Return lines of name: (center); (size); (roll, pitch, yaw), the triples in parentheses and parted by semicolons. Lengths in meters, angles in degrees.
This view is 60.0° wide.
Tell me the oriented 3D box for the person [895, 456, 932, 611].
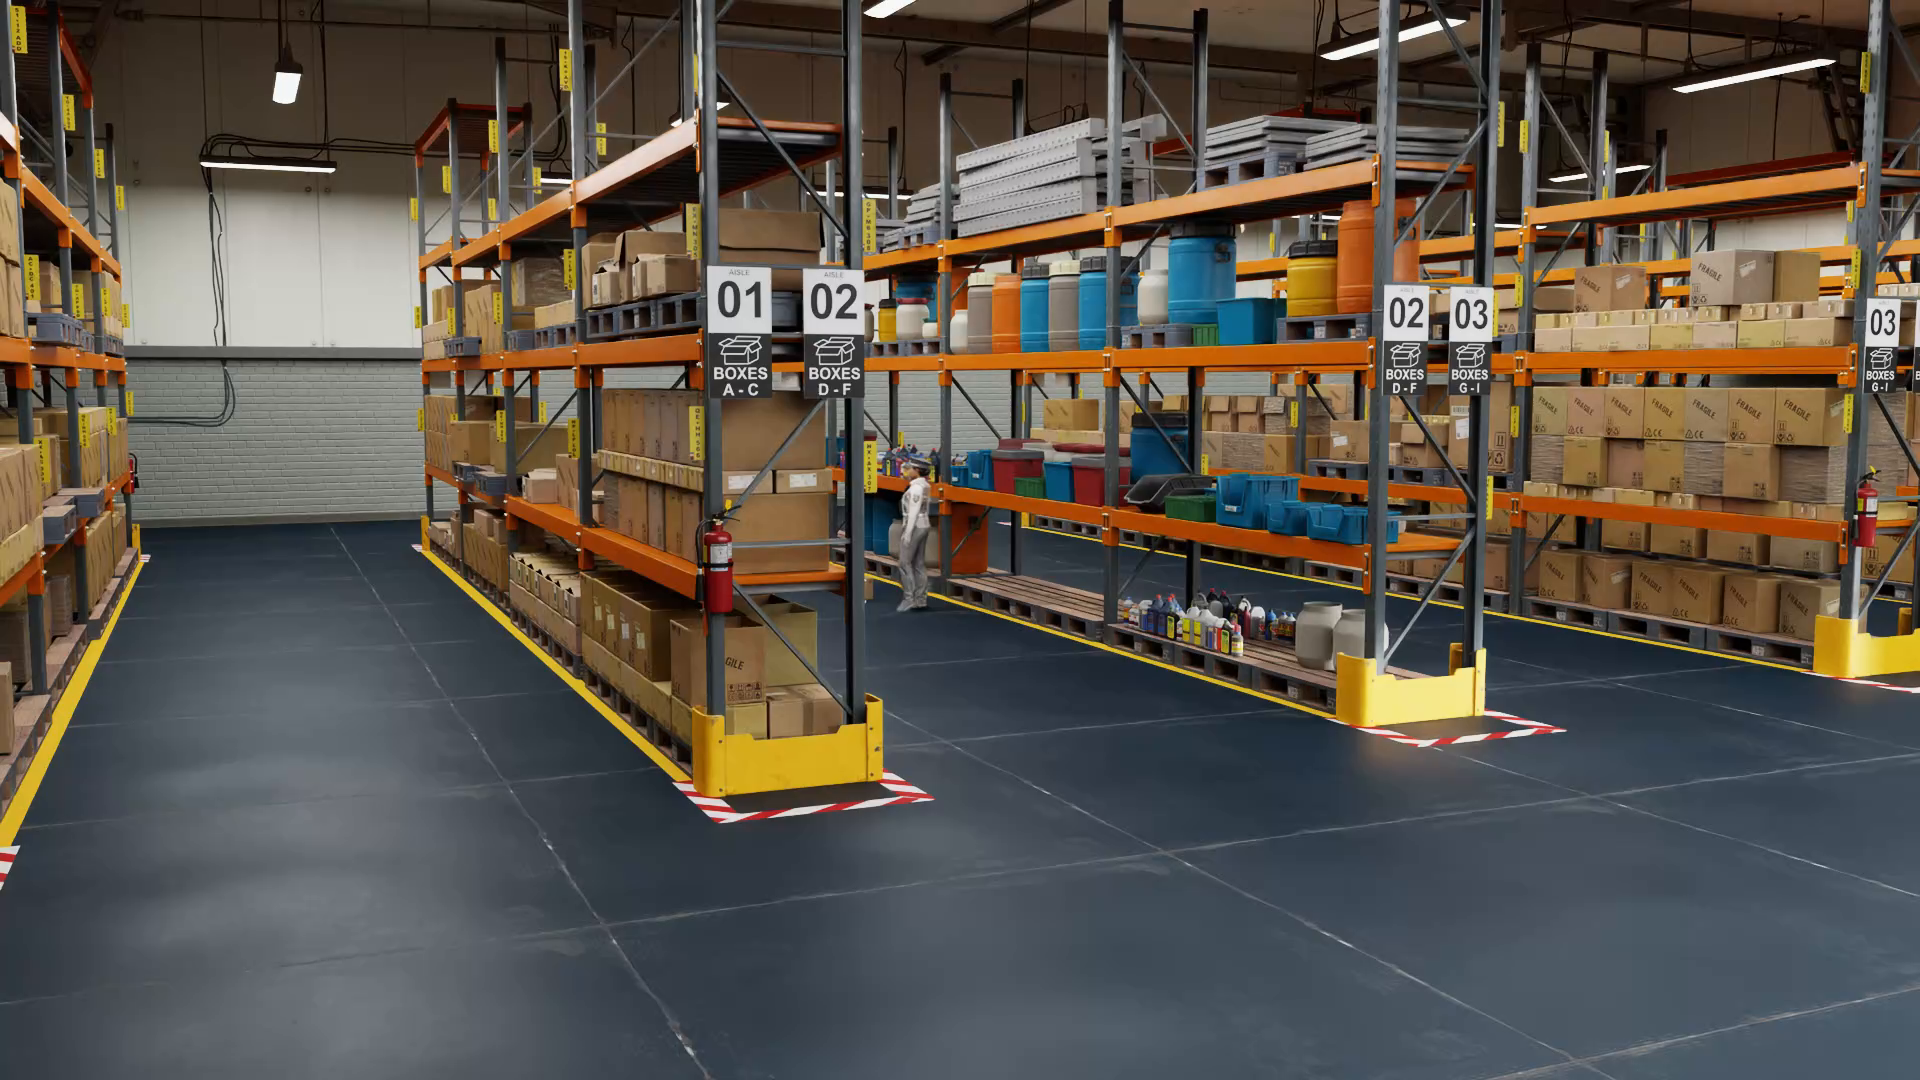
person: (-0.510, -0.054, 18.373); (0.383, 1.744, 0.531); (1, 6, 13)
